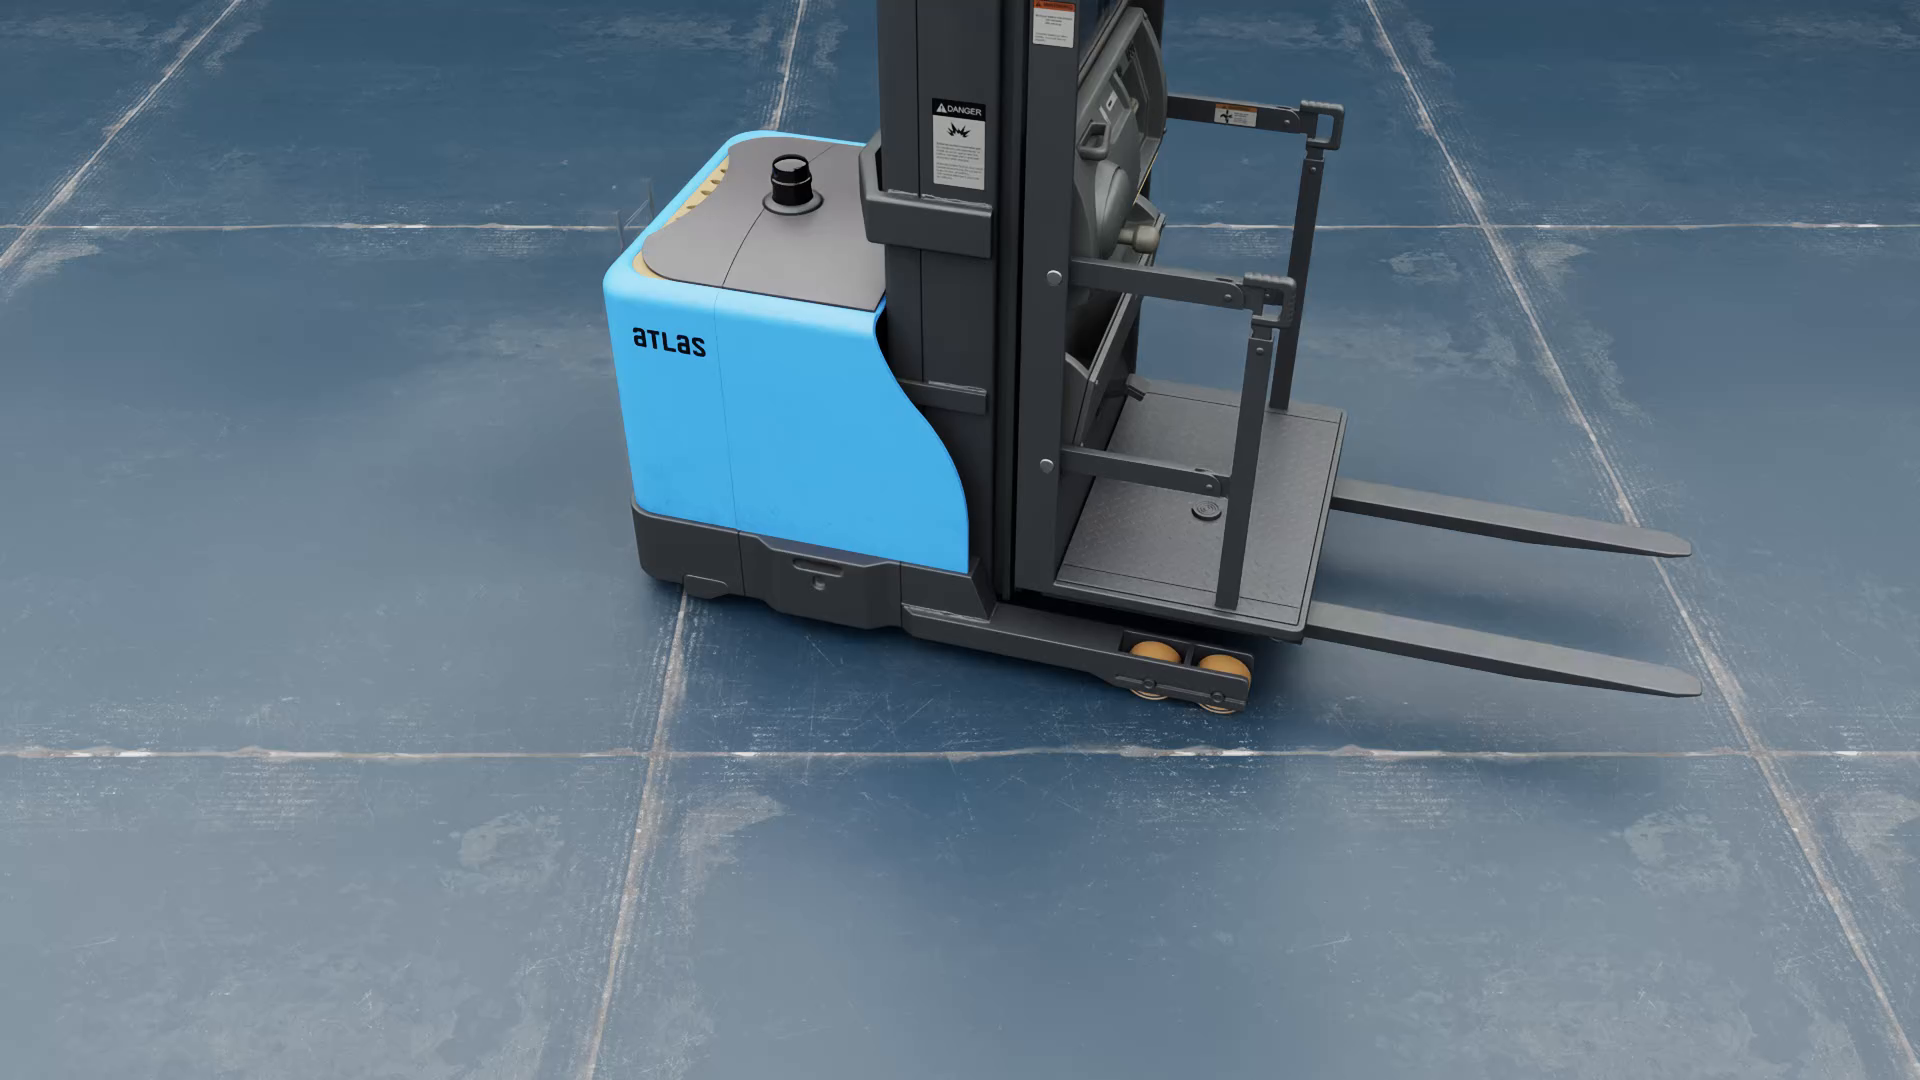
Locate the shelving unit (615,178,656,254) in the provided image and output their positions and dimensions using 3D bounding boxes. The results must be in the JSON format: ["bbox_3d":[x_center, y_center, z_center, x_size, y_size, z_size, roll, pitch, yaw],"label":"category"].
[{"bbox_3d":[-0.898,-0.696,5.393,0.210,0.900,0.258,9,39,14],"label":"shelving unit"}]

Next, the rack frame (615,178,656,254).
[{"bbox_3d":[-0.995,-0.711,5.418,0.006,0.900,0.240,9,39,14],"label":"rack frame"}]

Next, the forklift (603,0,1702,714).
[{"bbox_3d":[0.601,-1.032,4.194,3.031,2.935,1.130,11,40,13],"label":"forklift"}]
